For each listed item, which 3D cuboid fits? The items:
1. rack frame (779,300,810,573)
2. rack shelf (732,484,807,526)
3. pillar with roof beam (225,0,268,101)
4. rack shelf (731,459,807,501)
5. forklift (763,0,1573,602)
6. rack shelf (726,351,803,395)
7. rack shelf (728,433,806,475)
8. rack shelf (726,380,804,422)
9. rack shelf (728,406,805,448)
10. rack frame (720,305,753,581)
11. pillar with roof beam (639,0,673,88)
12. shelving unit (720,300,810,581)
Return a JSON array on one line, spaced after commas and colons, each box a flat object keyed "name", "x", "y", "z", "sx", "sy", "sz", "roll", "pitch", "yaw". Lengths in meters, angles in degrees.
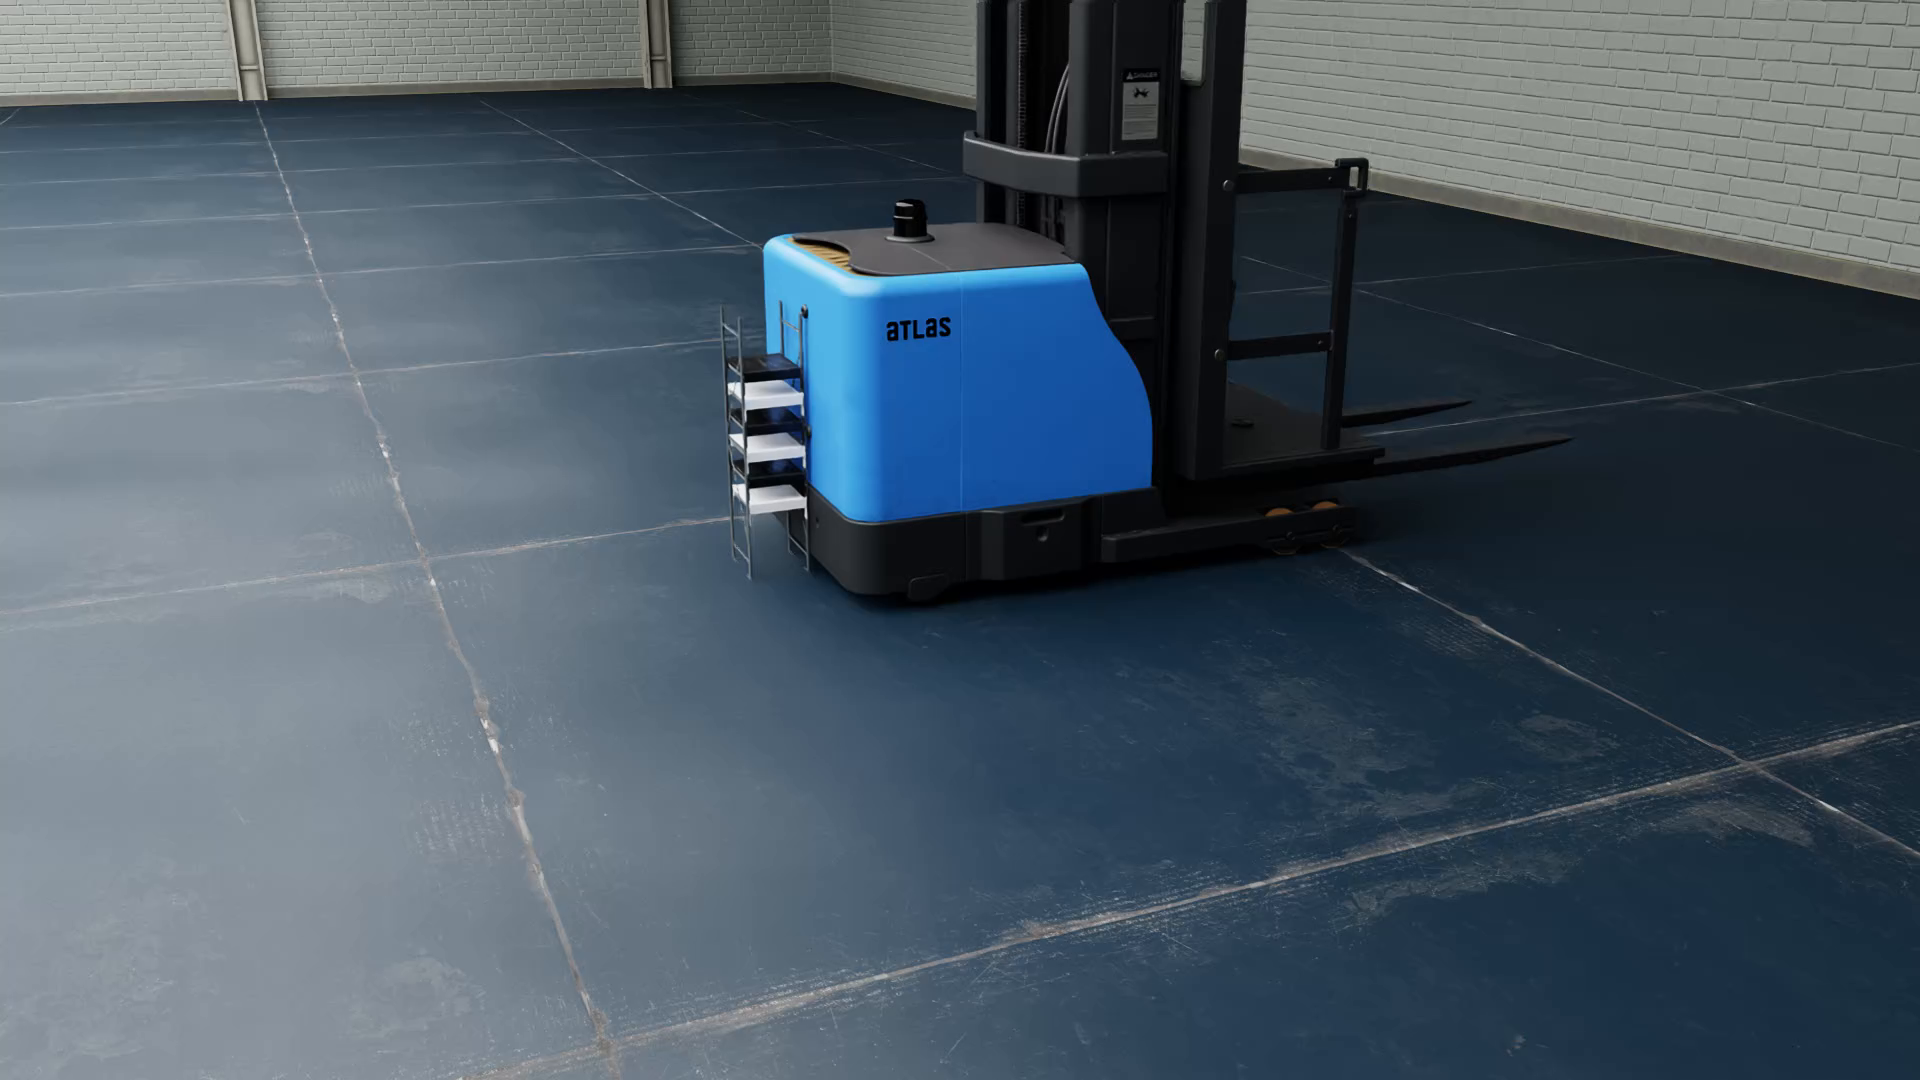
[{"name": "rack frame", "x": -0.562, "y": -0.347, "z": 5.653, "sx": 0.006, "sy": 0.900, "sz": 0.240, "roll": -8, "pitch": 21, "yaw": -21}, {"name": "rack shelf", "x": -0.656, "y": -0.133, "z": 5.687, "sx": 0.200, "sy": 0.077, "sz": 0.258, "roll": -8, "pitch": 21, "yaw": -21}, {"name": "pillar with roof beam", "x": -8.619, "y": -9.365, "z": 19.071, "sx": 0.400, "sy": 9.000, "sz": 9.100, "roll": -8, "pitch": 21, "yaw": -22}, {"name": "rack shelf", "x": -0.656, "y": -0.218, "z": 5.658, "sx": 0.200, "sy": 0.077, "sz": 0.258, "roll": -8, "pitch": 21, "yaw": -21}, {"name": "forklift", "x": 0.866, "y": -1.480, "z": 5.813, "sx": 3.031, "sy": 2.935, "sz": 1.130, "roll": -8, "pitch": 21, "yaw": -21}, {"name": "rack shelf", "x": -0.656, "y": -0.558, "z": 5.538, "sx": 0.200, "sy": 0.077, "sz": 0.258, "roll": -8, "pitch": 21, "yaw": -21}, {"name": "rack shelf", "x": -0.656, "y": -0.303, "z": 5.628, "sx": 0.200, "sy": 0.077, "sz": 0.258, "roll": -8, "pitch": 21, "yaw": -21}, {"name": "rack shelf", "x": -0.656, "y": -0.473, "z": 5.568, "sx": 0.200, "sy": 0.077, "sz": 0.258, "roll": -8, "pitch": 21, "yaw": -21}, {"name": "rack shelf", "x": -0.656, "y": -0.388, "z": 5.598, "sx": 0.200, "sy": 0.077, "sz": 0.258, "roll": -8, "pitch": 21, "yaw": -21}, {"name": "rack frame", "x": -0.750, "y": -0.321, "z": 5.580, "sx": 0.006, "sy": 0.900, "sz": 0.240, "roll": -8, "pitch": 21, "yaw": -21}, {"name": "pillar with roof beam", "x": -3.109, "y": -10.155, "z": 21.313, "sx": 0.400, "sy": 9.000, "sz": 9.100, "roll": -8, "pitch": 21, "yaw": -22}, {"name": "shelving unit", "x": -0.656, "y": -0.334, "z": 5.617, "sx": 0.210, "sy": 0.900, "sz": 0.258, "roll": -8, "pitch": 21, "yaw": -21}]
